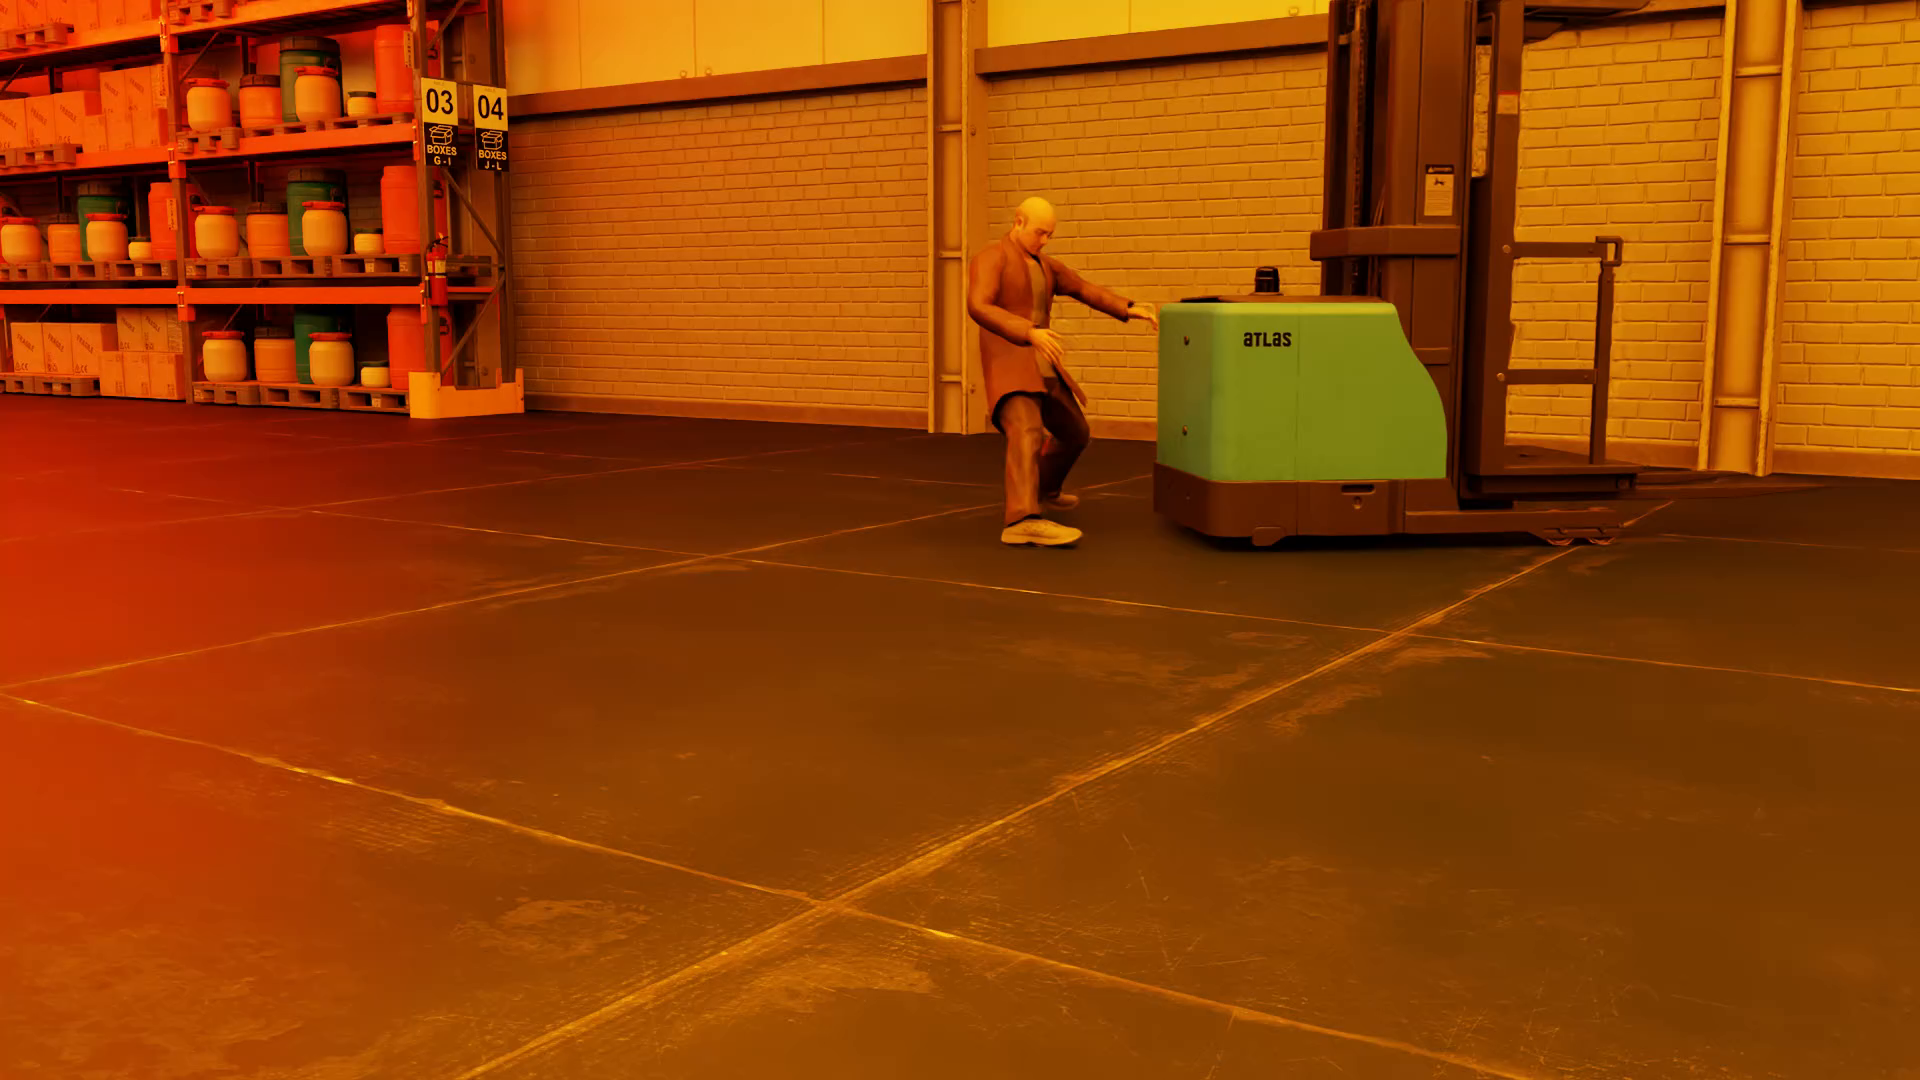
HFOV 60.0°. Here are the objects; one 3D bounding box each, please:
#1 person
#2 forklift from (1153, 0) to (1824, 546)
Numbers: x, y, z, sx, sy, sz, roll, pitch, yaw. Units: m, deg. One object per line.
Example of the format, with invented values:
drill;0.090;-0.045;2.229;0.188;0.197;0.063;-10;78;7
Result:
person;0.455;-0.837;7.936;0.997;1.572;1.302;6;10;38
forklift;2.502;-1.495;7.705;3.031;2.935;1.130;-1;8;-9
